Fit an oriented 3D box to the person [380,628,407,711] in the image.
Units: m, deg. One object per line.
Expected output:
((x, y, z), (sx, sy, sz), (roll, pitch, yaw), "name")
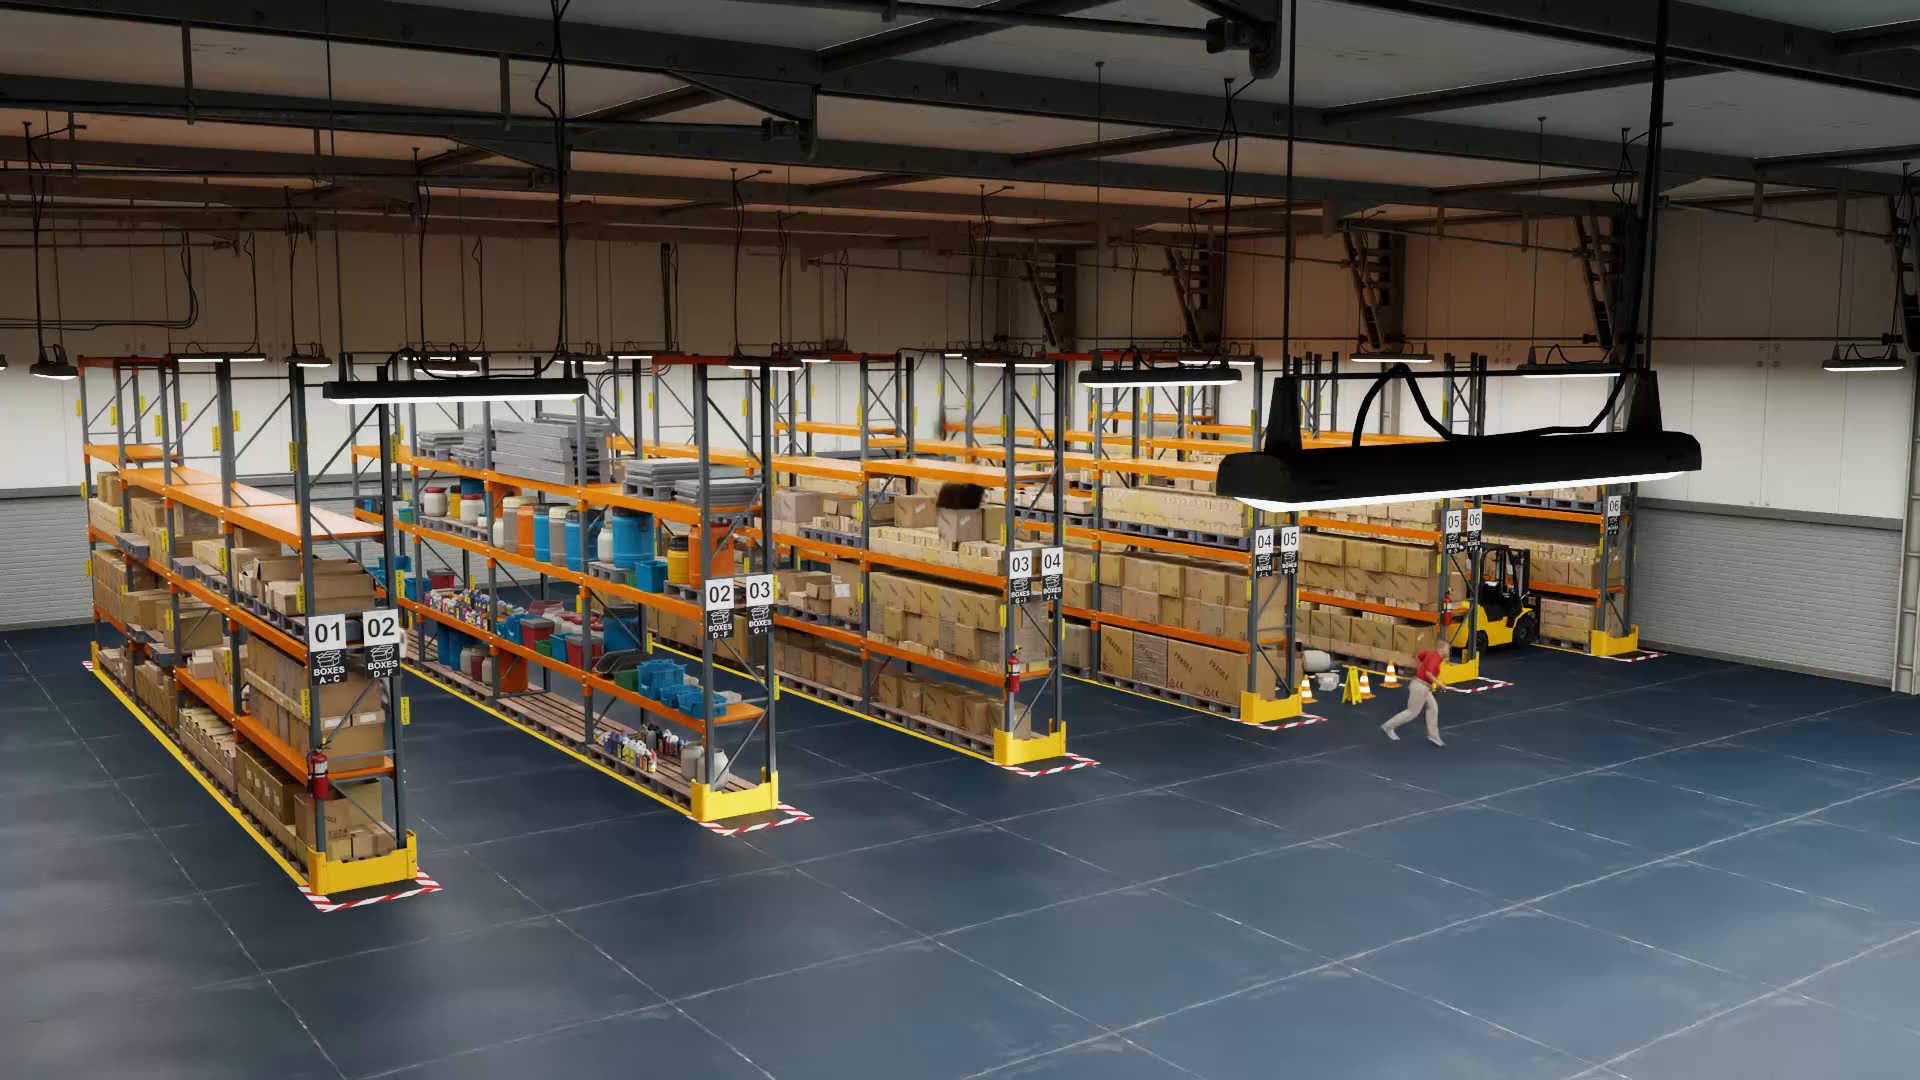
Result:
((-9.633, 2.105, 27.953), (0.687, 1.731, 0.923), (-5, 8, -33), "person")

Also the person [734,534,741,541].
((-5.489, 0.678, 39.736), (0.722, 1.687, 0.633), (-2, 7, -17), "person")

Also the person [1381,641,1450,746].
((7.112, 2.398, 25.983), (1.019, 1.694, 0.703), (0, 7, 4), "person")

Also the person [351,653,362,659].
((-11.160, 1.812, 30.682), (0.581, 1.646, 0.629), (-5, 8, -33), "person")
